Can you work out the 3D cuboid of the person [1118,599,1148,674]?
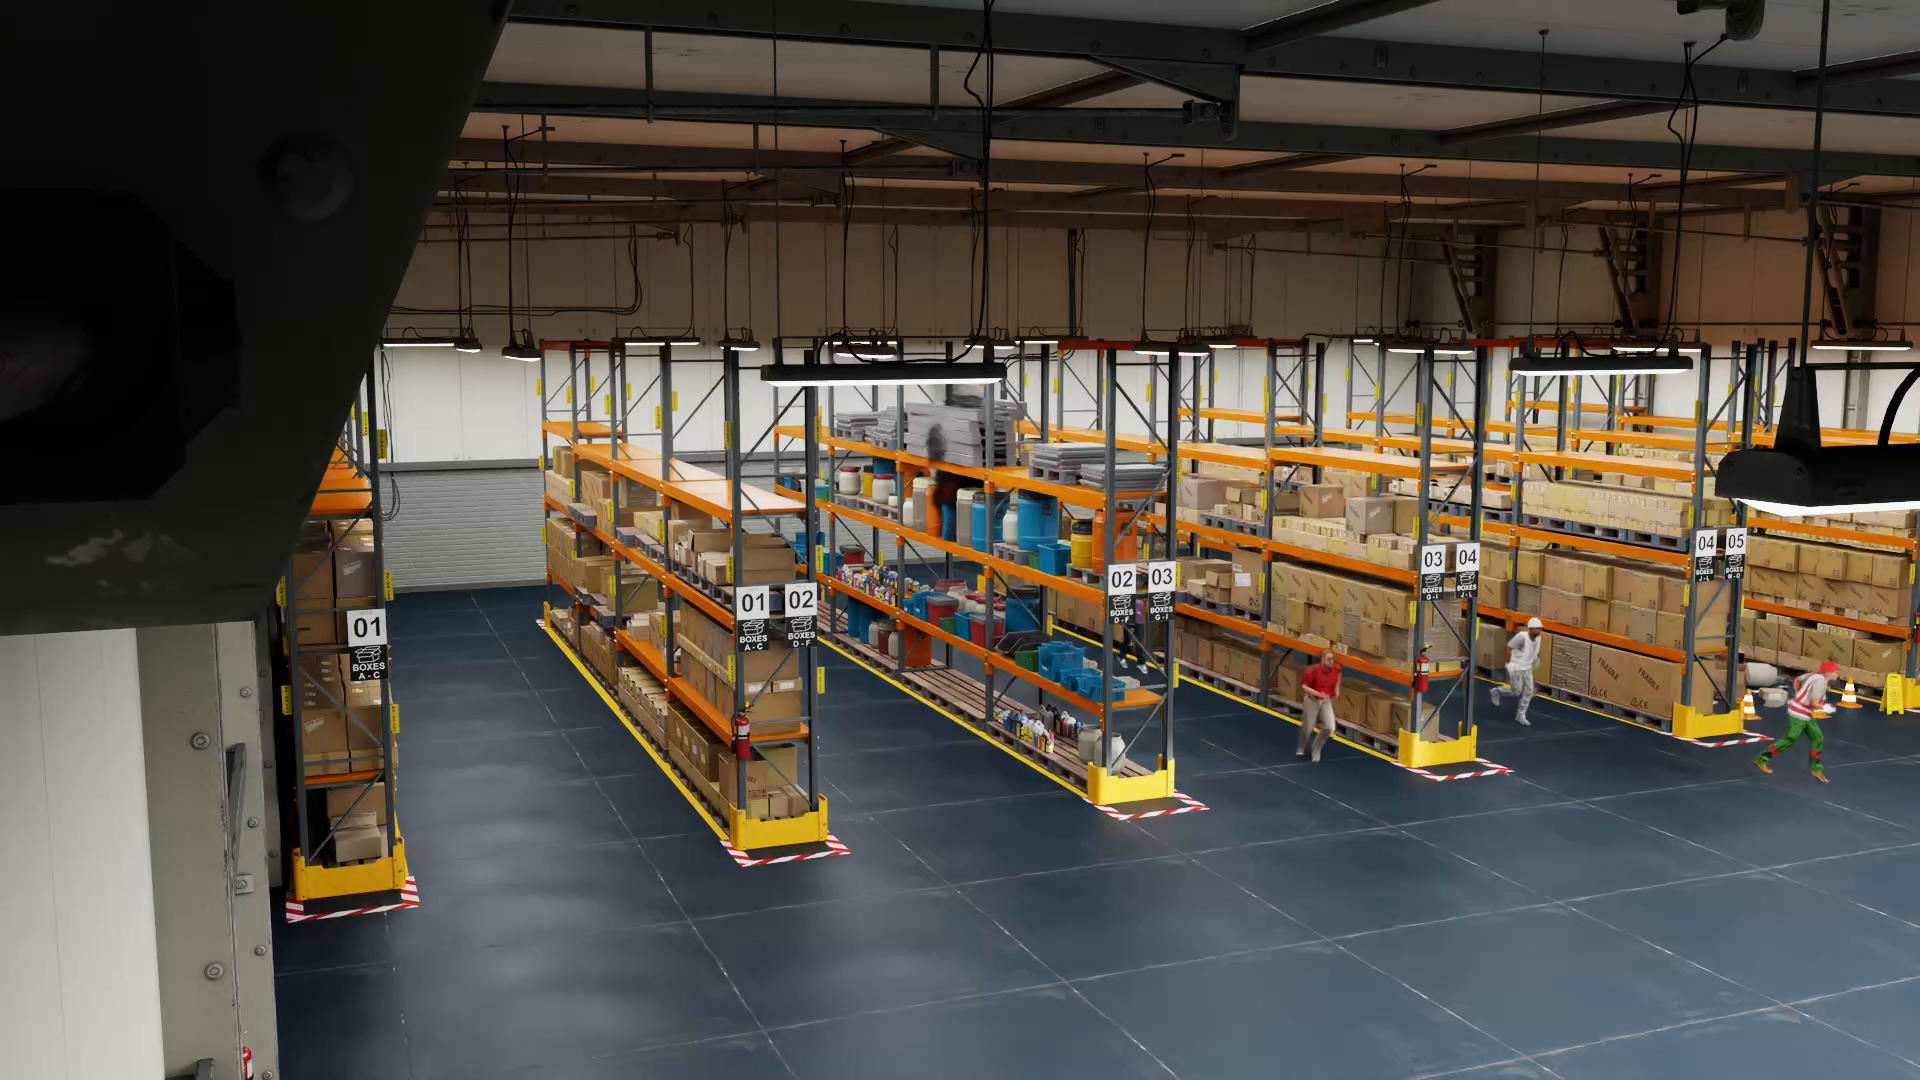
[{"bbox_3d":[3.015,1.469,28.967,0.537,1.615,0.809,-4,8,-26],"label":"person"}]

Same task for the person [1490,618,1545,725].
[{"bbox_3d":[8.905,2.057,26.581,0.681,1.723,0.912,-6,9,-38],"label":"person"}]

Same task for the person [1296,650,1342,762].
[{"bbox_3d":[5.242,2.401,24.089,0.708,1.691,0.857,-2,8,-11],"label":"person"}]

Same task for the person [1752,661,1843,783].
[{"bbox_3d":[11.641,2.512,23.140,1.056,1.732,0.704,2,8,17],"label":"person"}]
